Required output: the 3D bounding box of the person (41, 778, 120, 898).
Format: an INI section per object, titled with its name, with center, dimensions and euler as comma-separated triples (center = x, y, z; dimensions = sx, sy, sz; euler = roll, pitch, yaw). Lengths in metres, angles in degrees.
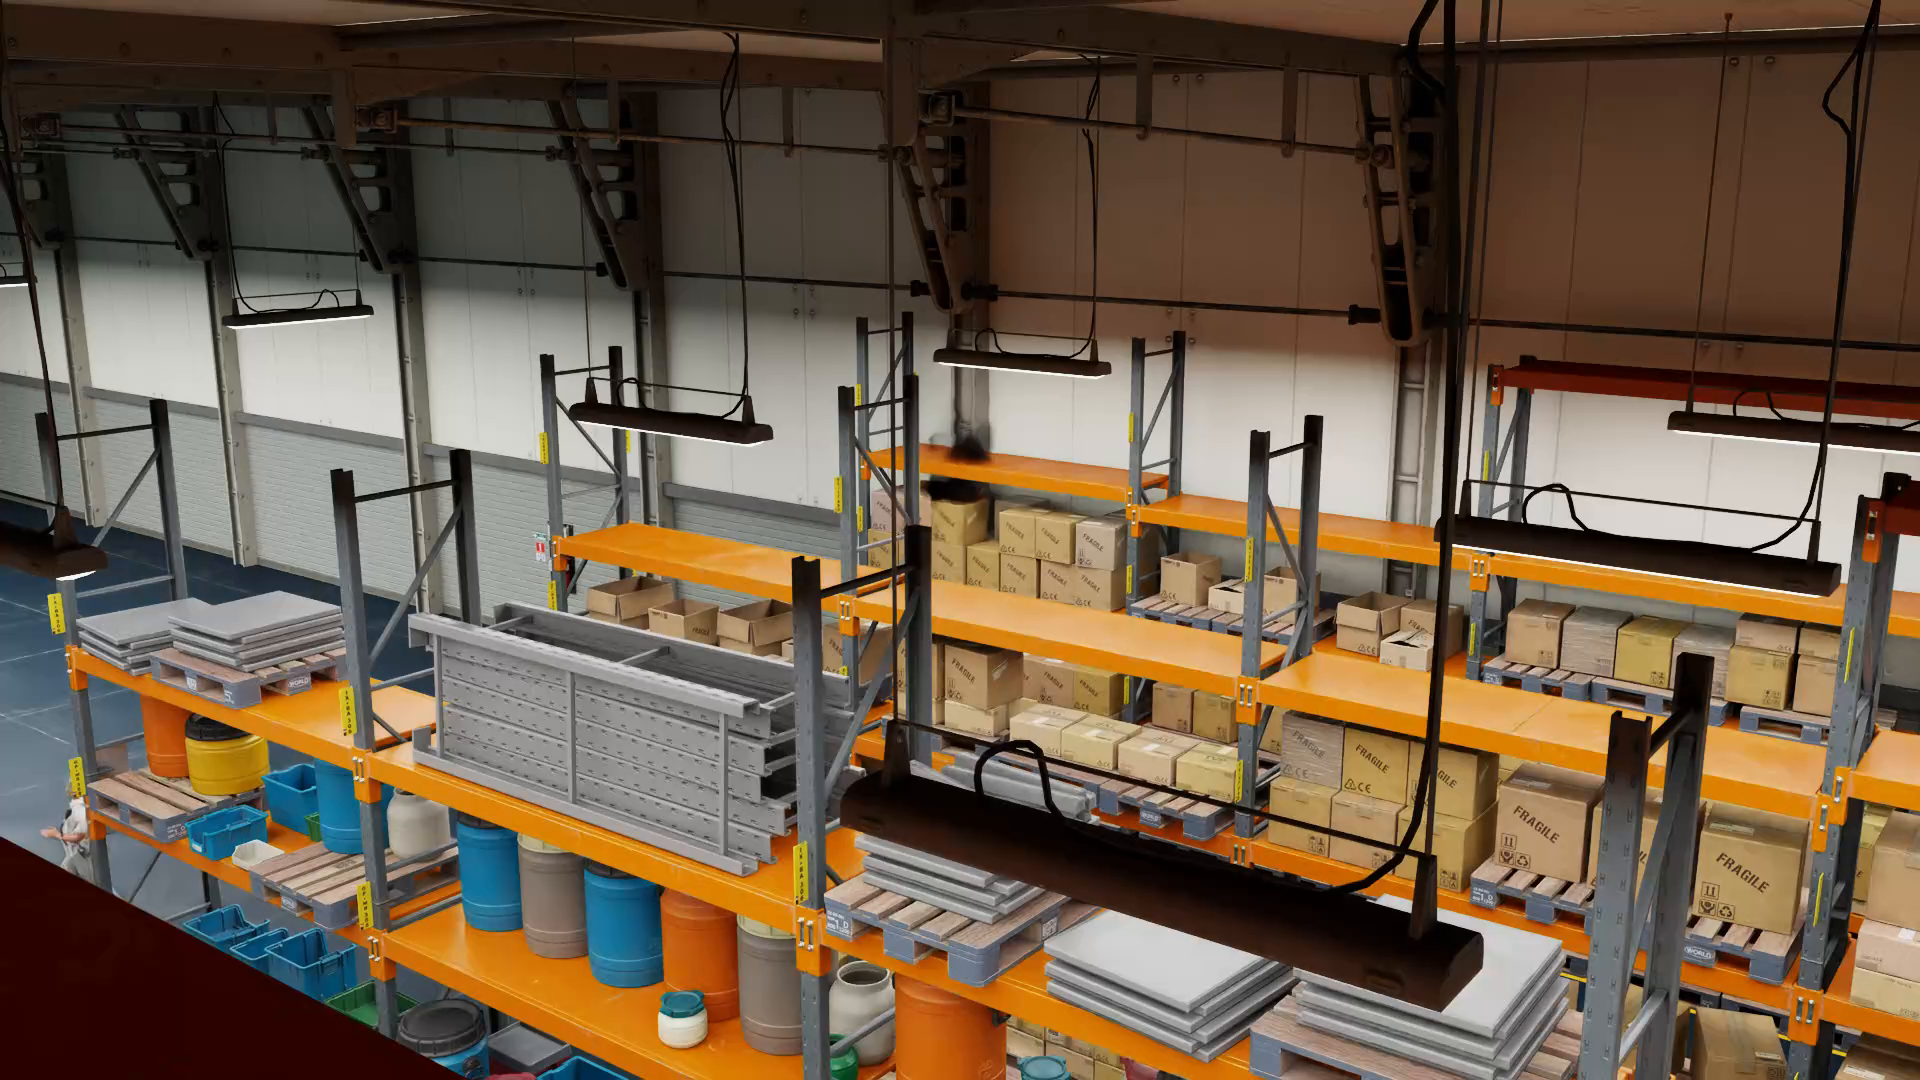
[person]
center = -9.126, 3.265, 17.323
dimensions = 0.732, 1.828, 0.635
euler = -7, 15, -28
